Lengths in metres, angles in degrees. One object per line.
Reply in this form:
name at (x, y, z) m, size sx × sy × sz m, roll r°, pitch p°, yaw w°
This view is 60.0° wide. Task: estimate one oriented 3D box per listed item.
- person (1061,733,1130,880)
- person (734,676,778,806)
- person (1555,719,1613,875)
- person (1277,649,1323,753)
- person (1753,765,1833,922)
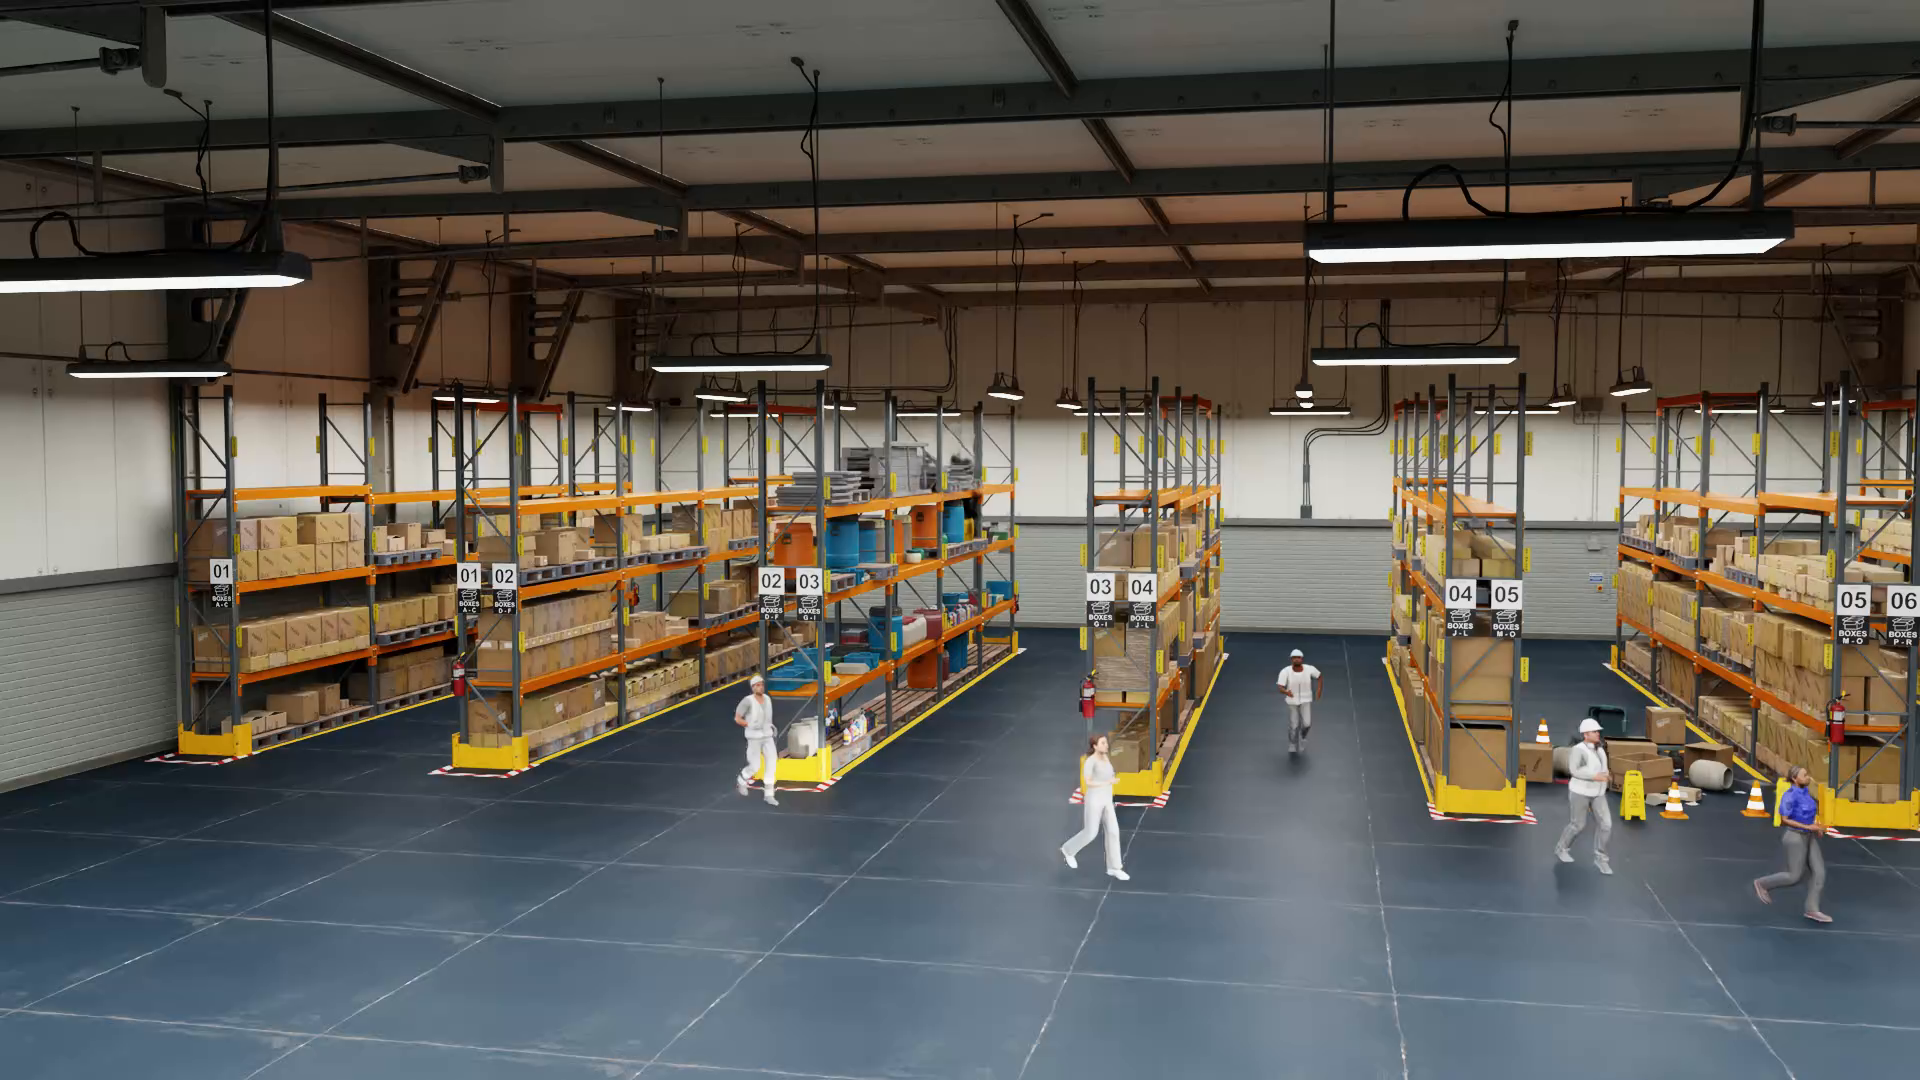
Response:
person at (1.583, 3.060, 19.326) m, size 0.929 × 1.662 × 0.584 m, roll 3°, pitch 4°, yaw 41°
person at (-2.852, 2.804, 23.389) m, size 0.667 × 1.792 × 0.828 m, roll -3°, pitch 4°, yaw -38°
person at (7.421, 3.029, 19.667) m, size 0.668 × 1.853 × 0.764 m, roll -2°, pitch 4°, yaw -28°
person at (5.490, 2.618, 26.848) m, size 0.724 × 1.714 × 0.797 m, roll 1°, pitch 3°, yaw 10°
person at (8.907, 3.198, 17.706) m, size 0.589 × 1.617 × 0.784 m, roll -2°, pitch 4°, yaw -37°
